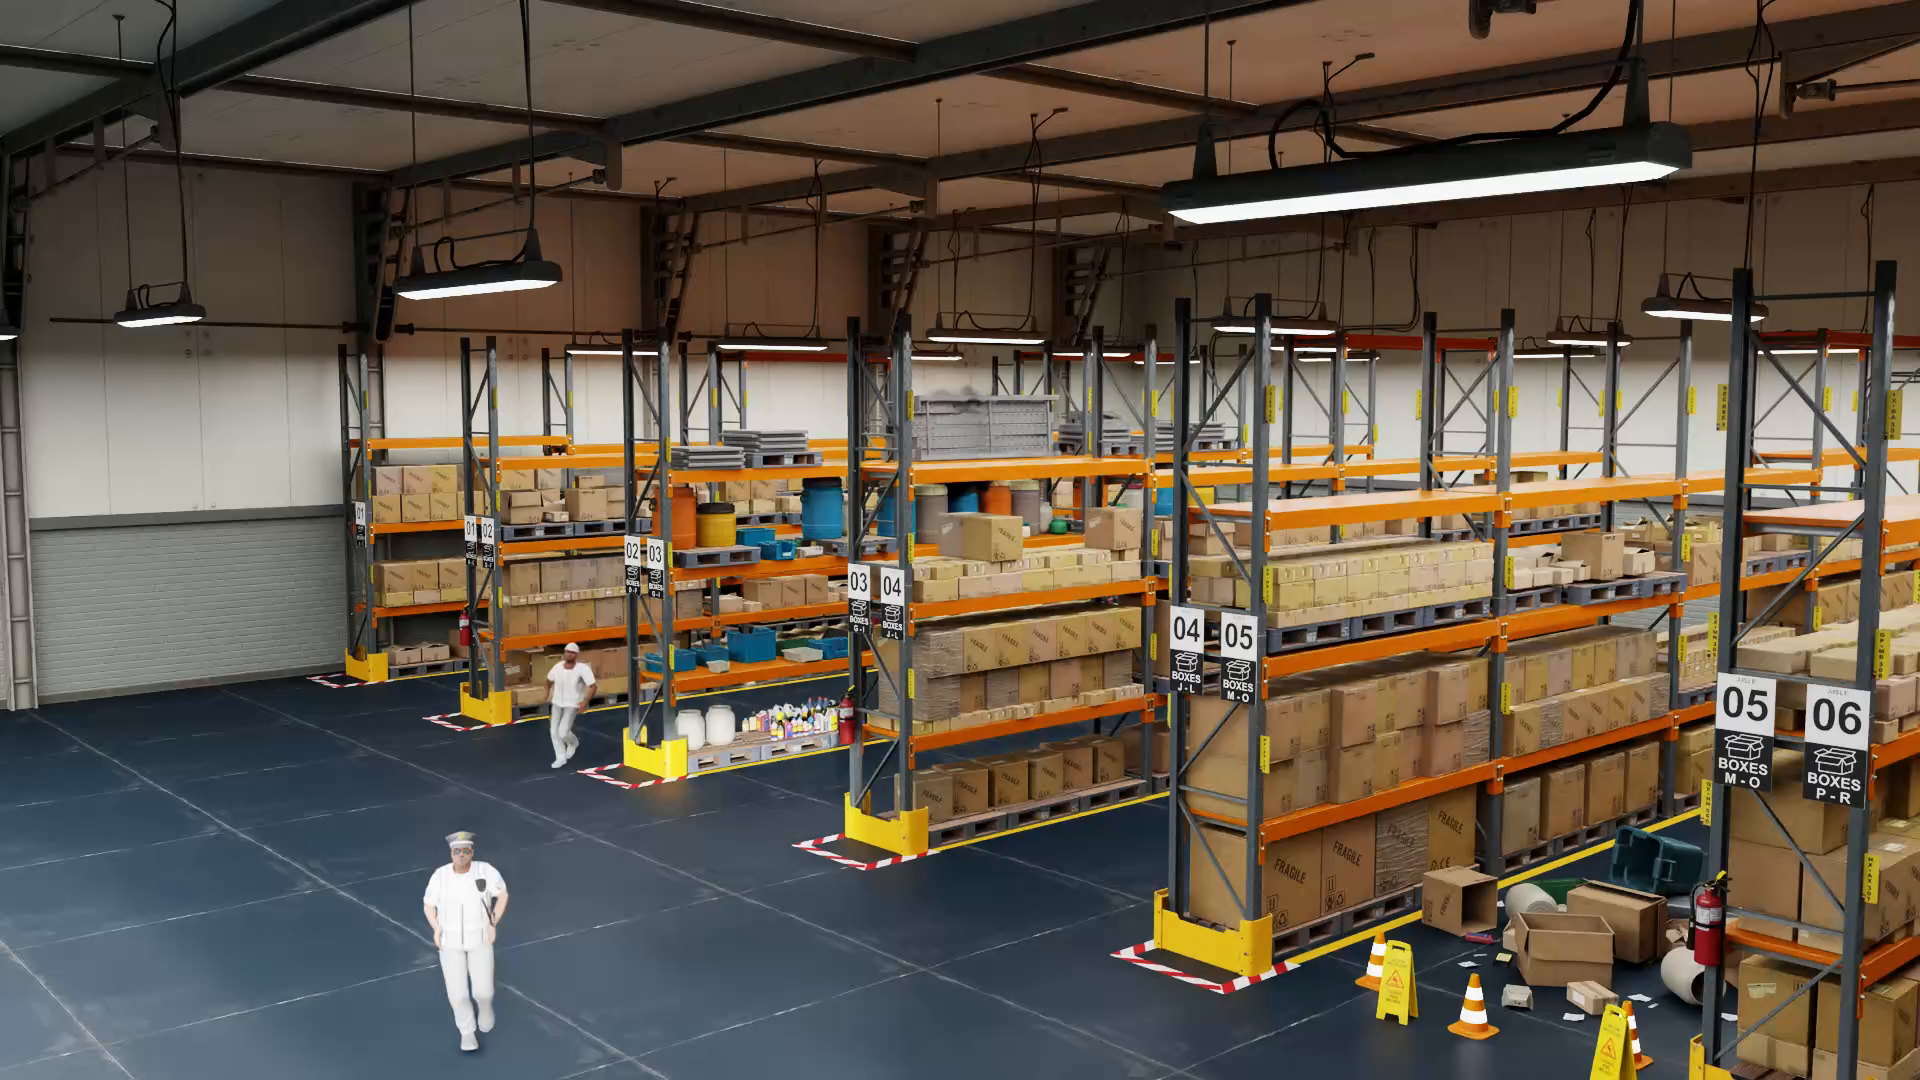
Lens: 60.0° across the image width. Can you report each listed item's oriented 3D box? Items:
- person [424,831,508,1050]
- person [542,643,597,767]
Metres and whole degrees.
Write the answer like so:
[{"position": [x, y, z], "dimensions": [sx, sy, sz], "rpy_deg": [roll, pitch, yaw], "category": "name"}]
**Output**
[{"position": [-3.874, 3.129, 13.043], "dimensions": [0.640, 1.736, 0.574], "rpy_deg": [-1, 5, -12], "category": "person"}, {"position": [-5.387, 2.265, 22.886], "dimensions": [0.754, 1.719, 0.536], "rpy_deg": [1, 5, 15], "category": "person"}]
